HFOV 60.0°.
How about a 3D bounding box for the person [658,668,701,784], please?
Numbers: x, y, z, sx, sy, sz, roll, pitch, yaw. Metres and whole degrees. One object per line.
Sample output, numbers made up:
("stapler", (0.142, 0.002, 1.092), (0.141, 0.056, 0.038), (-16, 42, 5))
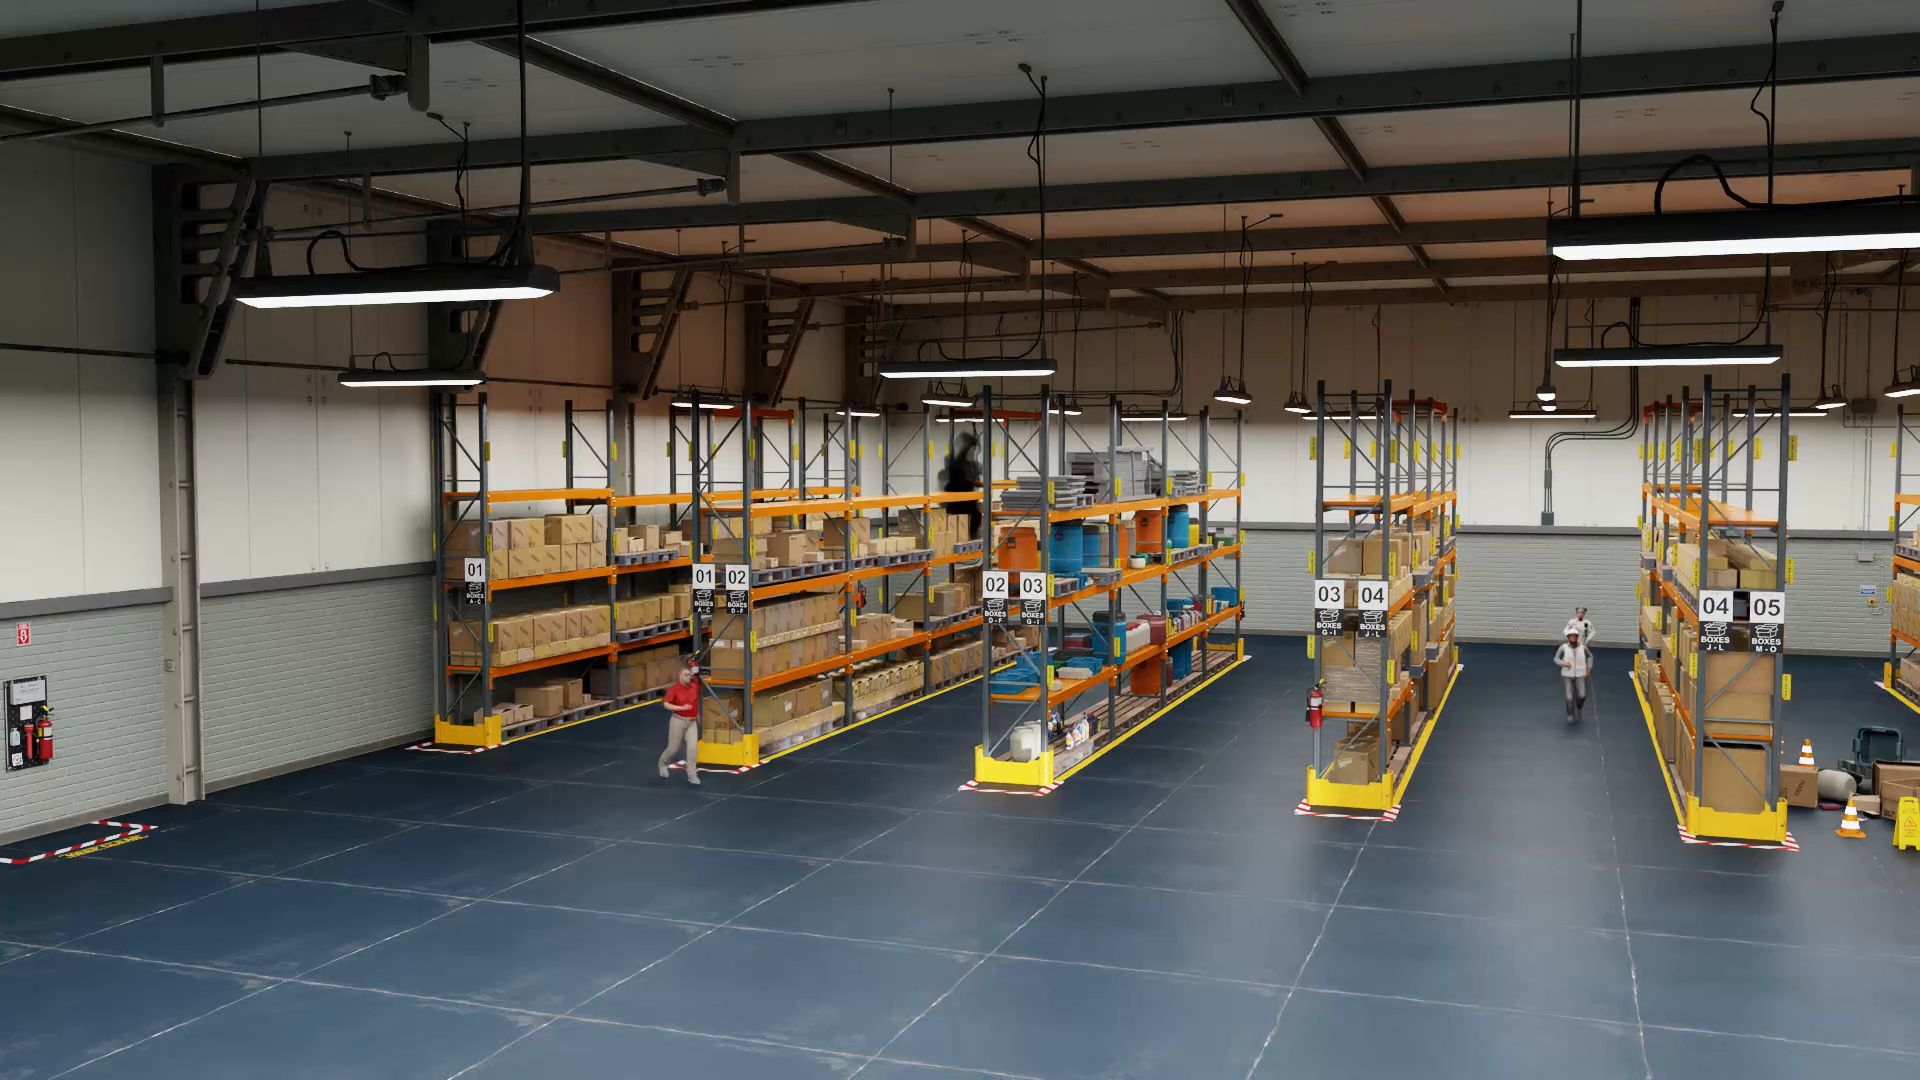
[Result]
("person", (-4.178, 2.780, 25.083), (0.690, 1.709, 0.986), (-3, 4, -40))

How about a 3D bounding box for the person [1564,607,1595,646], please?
("person", (13.380, 2.256, 35.954), (0.626, 1.651, 0.591), (1, 3, 25))

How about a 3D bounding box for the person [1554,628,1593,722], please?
("person", (11.270, 2.494, 30.521), (0.711, 1.742, 0.583), (1, 3, 12))
